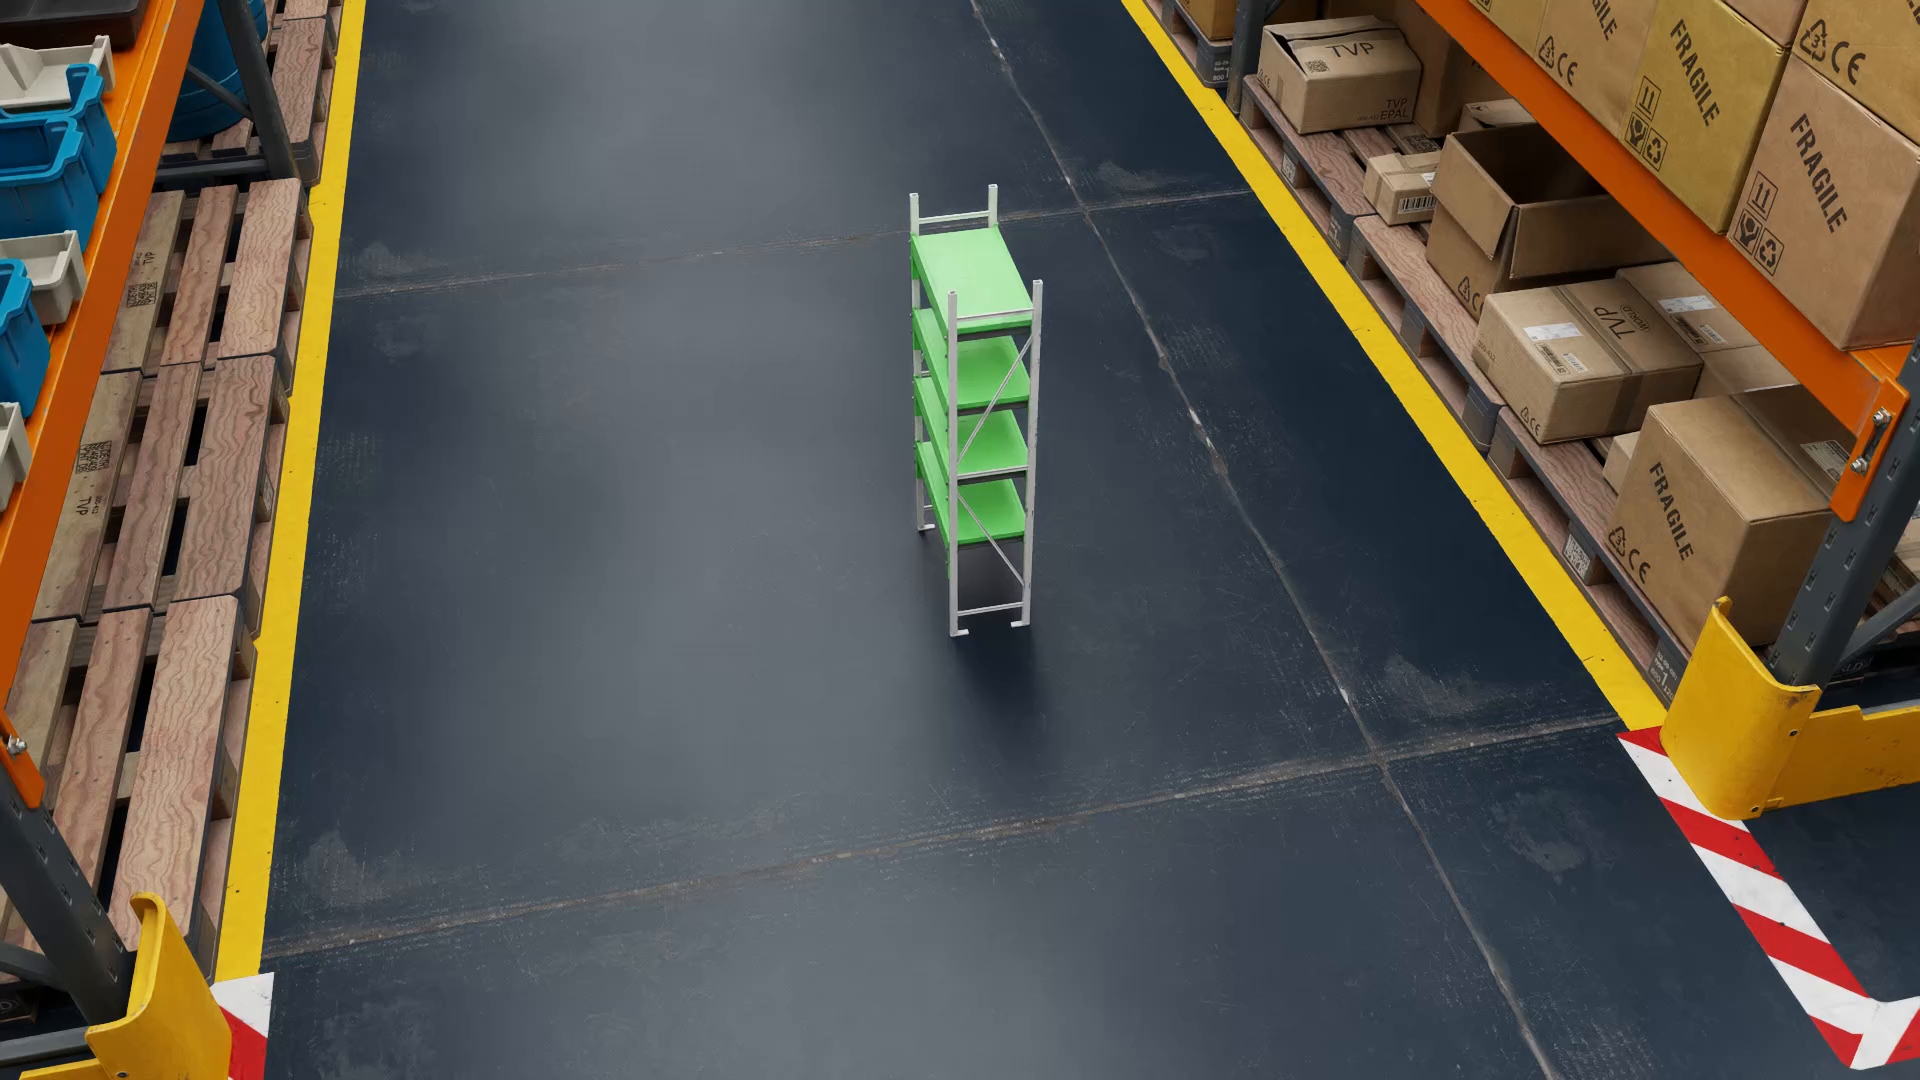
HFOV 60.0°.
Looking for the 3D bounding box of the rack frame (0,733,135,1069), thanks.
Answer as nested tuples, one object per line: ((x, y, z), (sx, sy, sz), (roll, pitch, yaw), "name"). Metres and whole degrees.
((-2.284, 0.193, 2.773), (1.000, 3.000, 0.127), (-8, 42, -9), "rack frame")

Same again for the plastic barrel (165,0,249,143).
((-3.248, -2.127, 6.651), (0.600, 0.901, 0.708), (-8, 42, -9), "plastic barrel")

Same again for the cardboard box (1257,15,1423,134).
((1.569, -1.963, 6.896), (0.500, 0.311, 0.500), (-8, 42, -9), "cardboard box")

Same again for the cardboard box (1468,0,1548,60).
((1.864, -1.790, 4.931), (0.500, 0.500, 0.500), (-9, 42, -10), "cardboard box")

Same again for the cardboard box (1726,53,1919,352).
((2.191, -0.803, 3.820), (0.500, 0.500, 0.500), (-7, 42, -8), "cardboard box")

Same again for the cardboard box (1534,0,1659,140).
((1.973, -1.463, 4.563), (0.500, 0.500, 0.500), (-8, 42, -9), "cardboard box")

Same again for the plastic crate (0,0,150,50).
((-2.644, -1.632, 4.991), (0.437, 0.125, 0.590), (-8, 42, -9), "plastic crate")

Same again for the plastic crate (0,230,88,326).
((-2.151, -0.597, 3.817), (0.250, 0.136, 0.298), (-8, 42, -9), "plastic crate")

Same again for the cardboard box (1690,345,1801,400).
((2.605, -0.368, 5.145), (0.500, 0.250, 0.500), (-8, 42, -9), "cardboard box")

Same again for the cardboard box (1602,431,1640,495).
((2.196, -0.212, 5.032), (0.380, 0.166, 0.250), (-8, 42, -9), "cardboard box")

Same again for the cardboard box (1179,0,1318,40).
((1.303, -2.616, 7.489), (0.500, 0.500, 0.500), (-9, 42, -10), "cardboard box")

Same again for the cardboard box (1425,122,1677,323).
((2.100, -1.121, 5.802), (0.797, 0.503, 0.637), (-8, 42, -9), "cardboard box")

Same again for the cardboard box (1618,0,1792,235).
((2.075, -1.139, 4.198), (0.500, 0.500, 0.500), (-8, 42, -9), "cardboard box")

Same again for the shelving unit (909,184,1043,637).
((0.036, -0.341, 4.731), (0.258, 1.200, 0.503), (-8, 42, -9), "shelving unit")

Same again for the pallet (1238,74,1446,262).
((1.837, -1.619, 6.915), (1.003, 0.211, 1.213), (-8, 42, -9), "pallet")

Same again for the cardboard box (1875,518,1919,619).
((2.798, 0.067, 4.731), (0.380, 0.149, 0.250), (-8, 42, -9), "cardboard box")

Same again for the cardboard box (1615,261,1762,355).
((2.497, -0.692, 5.510), (0.500, 0.250, 0.500), (-8, 42, -9), "cardboard box")

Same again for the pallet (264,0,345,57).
((-3.540, -2.655, 8.082), (1.003, 0.211, 1.213), (-8, 42, -9), "pallet")

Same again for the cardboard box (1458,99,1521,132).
((2.229, -1.642, 6.657), (0.380, 0.149, 0.250), (-8, 42, -9), "cardboard box")

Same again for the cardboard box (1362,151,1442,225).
((1.766, -1.350, 6.314), (0.380, 0.166, 0.250), (-8, 42, -9), "cardboard box")

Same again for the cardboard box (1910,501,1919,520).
((2.744, -0.102, 4.908), (0.380, 0.166, 0.250), (-8, 42, -9), "cardboard box")

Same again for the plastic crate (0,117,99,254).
((-2.300, -0.827, 4.004), (0.416, 0.233, 0.300), (-8, 42, -9), "plastic crate")

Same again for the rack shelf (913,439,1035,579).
((0.036, -0.114, 4.933), (0.258, 0.148, 0.480), (-8, 42, -9), "rack shelf")

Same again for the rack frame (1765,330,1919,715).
((2.553, -0.514, 3.570), (1.000, 3.000, 0.127), (-8, 42, -9), "rack frame")

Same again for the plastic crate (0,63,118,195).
((-2.365, -1.022, 4.223), (0.416, 0.233, 0.300), (-8, 42, -9), "plastic crate")

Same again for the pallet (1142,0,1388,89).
((1.477, -2.586, 8.004), (1.003, 0.211, 1.213), (-8, 42, -9), "pallet")

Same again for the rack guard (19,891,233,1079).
((-2.266, 1.142, 3.587), (1.175, 0.500, 0.348), (-8, 42, -9), "rack guard")

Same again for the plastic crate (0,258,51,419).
((-2.158, -0.401, 3.523), (0.416, 0.233, 0.300), (-8, 42, -9), "plastic crate")

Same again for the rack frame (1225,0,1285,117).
((1.690, -3.107, 6.491), (1.000, 3.000, 0.127), (-8, 42, -9), "rack frame")

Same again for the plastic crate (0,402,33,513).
((-2.004, -0.158, 3.322), (0.250, 0.136, 0.298), (-8, 42, -9), "plastic crate")

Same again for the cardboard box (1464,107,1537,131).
((2.252, -1.451, 6.319), (0.500, 0.311, 0.500), (-8, 42, -9), "cardboard box")

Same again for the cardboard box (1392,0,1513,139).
((2.090, -2.008, 6.804), (0.500, 0.500, 0.500), (-8, 42, -9), "cardboard box")

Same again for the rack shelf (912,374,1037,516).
((0.036, -0.294, 4.773), (0.258, 0.148, 0.480), (-8, 42, -9), "rack shelf")

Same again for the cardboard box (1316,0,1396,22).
((1.823, -2.685, 7.567), (0.500, 0.500, 0.500), (-10, 43, -11), "cardboard box")

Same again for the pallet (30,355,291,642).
((-2.684, -0.093, 5.196), (1.003, 0.211, 1.213), (-8, 42, -9), "pallet")

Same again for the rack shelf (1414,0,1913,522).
((2.121, -1.542, 5.269), (1.077, 0.370, 4.000), (-8, 42, -9), "rack shelf")

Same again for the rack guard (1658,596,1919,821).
((2.537, 0.371, 4.455), (1.175, 0.500, 0.348), (-8, 42, -9), "rack guard")

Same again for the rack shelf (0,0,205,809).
((-2.716, -0.834, 4.472), (1.077, 0.370, 4.000), (-8, 42, -9), "rack shelf")

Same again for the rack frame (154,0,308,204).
((-3.148, -2.400, 5.694), (1.000, 3.000, 0.127), (-8, 42, -9), "rack frame")

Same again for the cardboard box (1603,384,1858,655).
((2.195, -0.061, 4.611), (0.500, 0.500, 0.500), (-8, 42, -9), "cardboard box")

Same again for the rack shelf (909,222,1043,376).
((0.036, -0.653, 4.455), (0.258, 0.148, 0.480), (-8, 42, -9), "rack shelf")

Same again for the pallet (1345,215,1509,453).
((2.104, -0.826, 6.022), (1.003, 0.211, 1.213), (-8, 42, -9), "pallet")

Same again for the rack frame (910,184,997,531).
((-0.017, -0.500, 4.909), (0.240, 1.200, 0.015), (-8, 42, -9), "rack frame")

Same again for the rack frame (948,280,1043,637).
((0.088, -0.183, 4.553), (0.240, 1.200, 0.015), (-8, 42, -9), "rack frame")

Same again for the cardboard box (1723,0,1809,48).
((2.079, -1.502, 3.854), (0.500, 0.500, 0.500), (-7, 42, -8), "cardboard box")

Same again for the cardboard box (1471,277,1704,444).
((2.020, -0.588, 5.392), (0.500, 0.250, 0.500), (-8, 42, -9), "cardboard box")

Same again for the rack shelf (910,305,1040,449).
((0.036, -0.473, 4.614), (0.258, 0.148, 0.480), (-8, 42, -9), "rack shelf")

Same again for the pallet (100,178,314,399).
((-2.951, -0.886, 6.089), (1.003, 0.211, 1.213), (-8, 42, -9), "pallet")

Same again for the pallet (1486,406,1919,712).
((2.364, -0.037, 5.133), (1.003, 0.211, 1.213), (-8, 42, -9), "pallet")

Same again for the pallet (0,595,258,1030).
((-2.424, 0.696, 4.307), (1.003, 0.211, 1.213), (-8, 42, -9), "pallet")

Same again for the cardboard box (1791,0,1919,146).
((2.189, -1.175, 3.485), (0.500, 0.500, 0.500), (-9, 42, -10), "cardboard box")

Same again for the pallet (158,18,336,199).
((-3.273, -1.863, 7.190), (1.003, 0.211, 1.213), (-8, 42, -9), "pallet")

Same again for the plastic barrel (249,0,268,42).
((-3.401, -2.586, 7.168), (0.600, 0.901, 0.708), (-8, 42, -9), "plastic barrel")

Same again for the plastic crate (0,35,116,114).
((-2.478, -1.238, 4.538), (0.293, 0.136, 0.466), (-8, 42, -9), "plastic crate")
